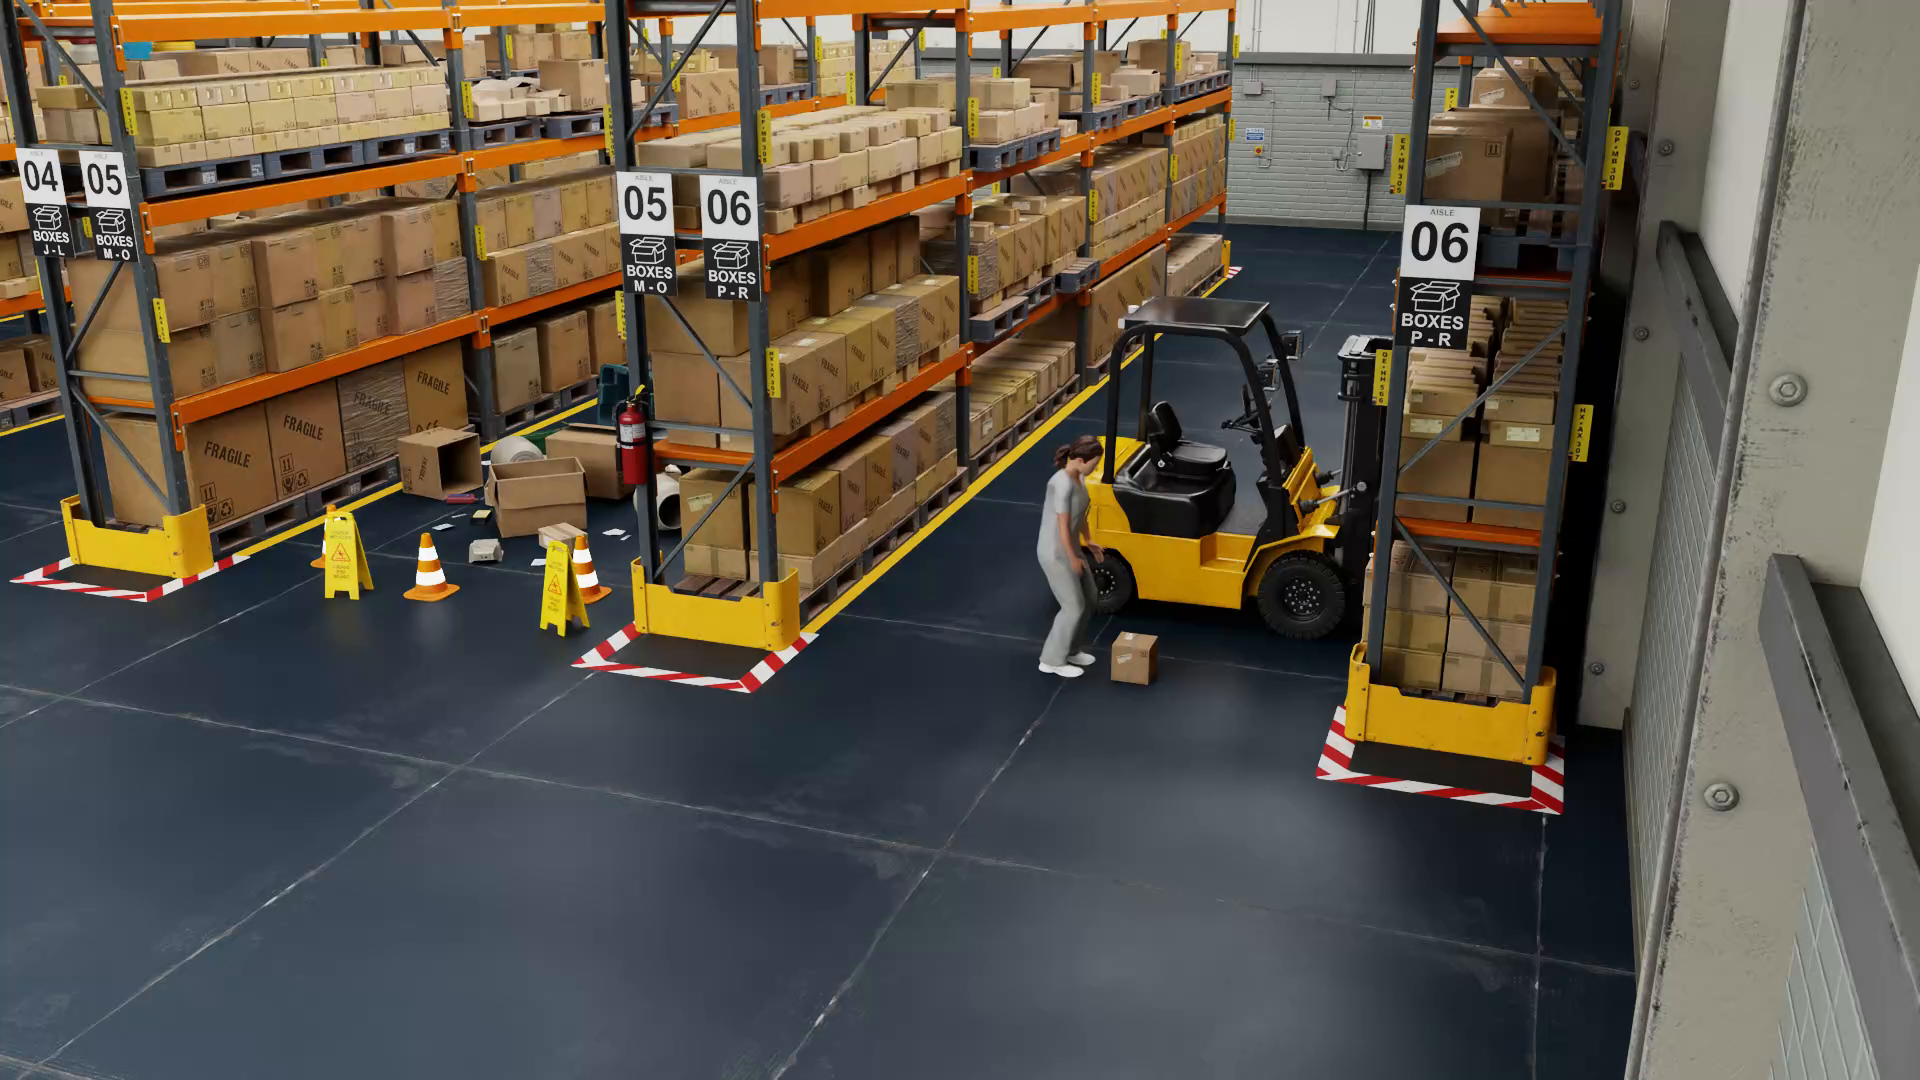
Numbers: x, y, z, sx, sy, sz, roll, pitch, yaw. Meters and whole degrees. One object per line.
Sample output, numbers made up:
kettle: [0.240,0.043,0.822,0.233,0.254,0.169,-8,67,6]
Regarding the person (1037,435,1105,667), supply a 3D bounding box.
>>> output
person: [0.727,0.056,10.916,0.406,1.559,0.464,7,20,20]
